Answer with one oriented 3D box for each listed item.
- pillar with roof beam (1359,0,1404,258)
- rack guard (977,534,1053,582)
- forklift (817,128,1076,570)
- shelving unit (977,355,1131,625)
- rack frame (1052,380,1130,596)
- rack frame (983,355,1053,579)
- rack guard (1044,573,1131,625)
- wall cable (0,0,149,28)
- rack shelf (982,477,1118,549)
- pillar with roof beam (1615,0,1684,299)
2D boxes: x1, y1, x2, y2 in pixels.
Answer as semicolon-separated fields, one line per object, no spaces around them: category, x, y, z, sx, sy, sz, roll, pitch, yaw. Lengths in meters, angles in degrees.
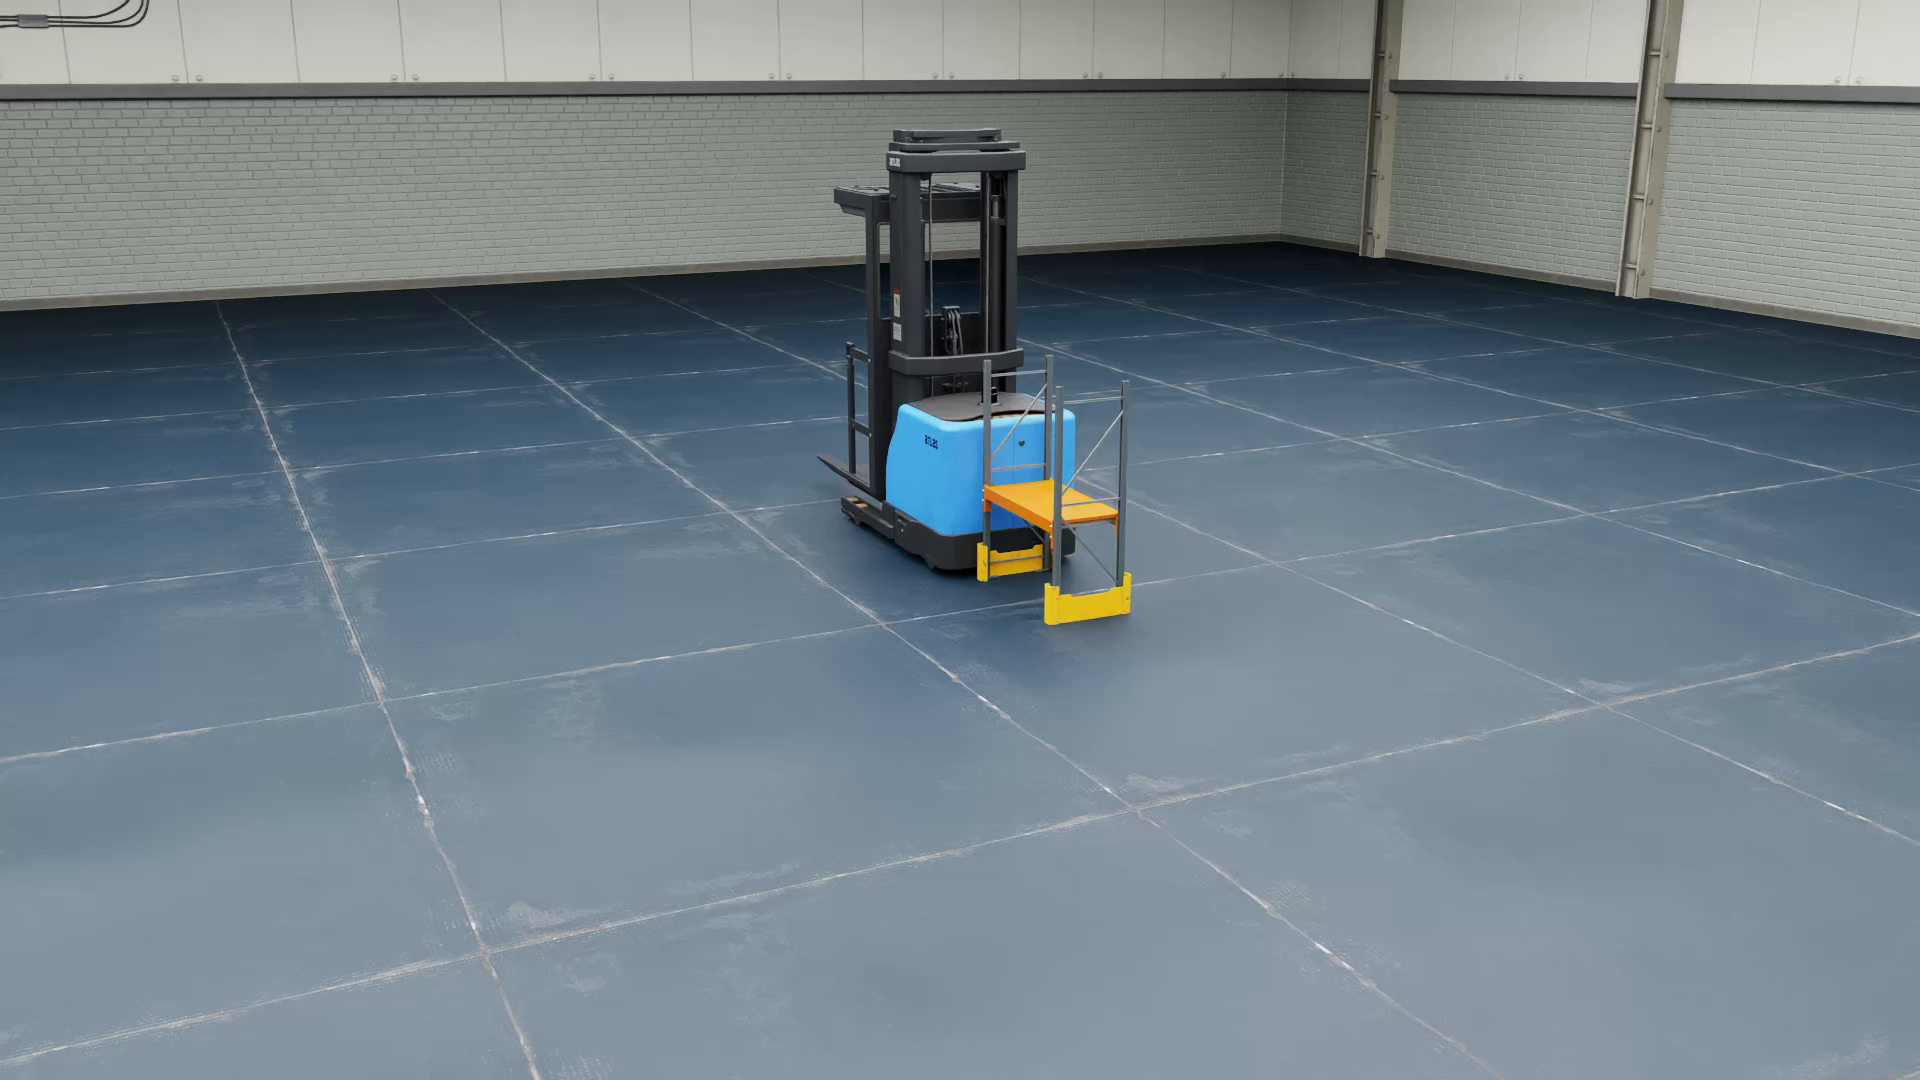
pillar with roof beam;3.618;-8.953;27.137;9.100;9.000;0.400;-8;18;-25
rack guard;0.396;0.120;11.380;0.587;0.250;0.087;-7;18;-23
forklift;-0.263;-1.567;12.397;1.130;2.935;3.031;-7;18;-24
shelving unit;0.602;-0.356;10.772;0.587;1.500;1.083;-7;18;-24
rack frame;0.810;-0.231;10.335;0.500;1.500;0.032;-7;18;-24
rack frame;0.388;-0.486;11.225;0.500;1.500;0.032;-7;18;-24
rack guard;0.809;0.370;10.509;0.587;0.250;0.087;-7;18;-24
wall cable;-12.390;-9.335;22.302;2.305;6.003;0.169;-8;18;-25
rack shelf;0.599;-0.185;10.830;0.538;0.185;1.000;-7;18;-24
pillar with roof beam;6.246;-7.466;21.952;9.100;9.000;0.400;-8;18;-25
